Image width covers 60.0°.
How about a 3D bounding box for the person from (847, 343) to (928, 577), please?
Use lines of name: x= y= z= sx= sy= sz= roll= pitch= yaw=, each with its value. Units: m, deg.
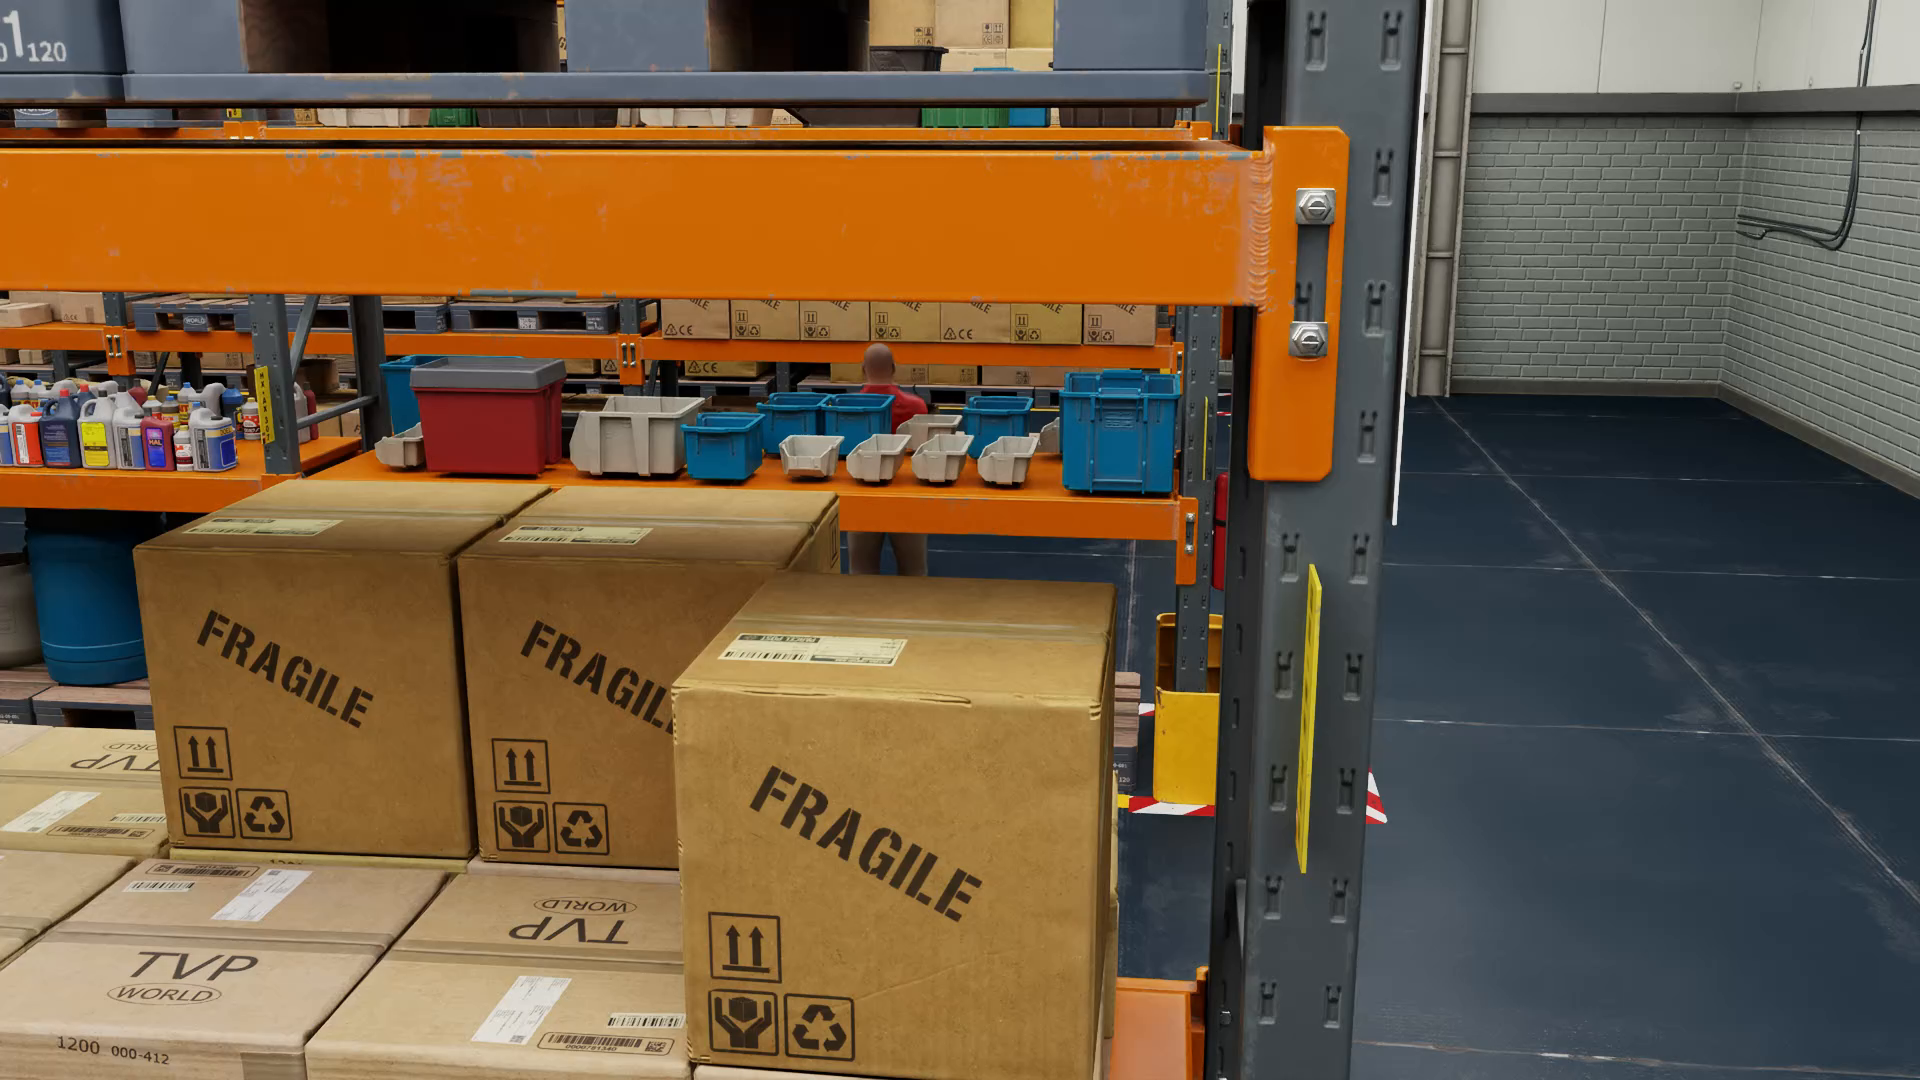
person: x=-0.391 y=-0.214 z=8.895 sx=0.504 sy=1.719 sz=0.535 roll=2 pitch=14 yaw=6
